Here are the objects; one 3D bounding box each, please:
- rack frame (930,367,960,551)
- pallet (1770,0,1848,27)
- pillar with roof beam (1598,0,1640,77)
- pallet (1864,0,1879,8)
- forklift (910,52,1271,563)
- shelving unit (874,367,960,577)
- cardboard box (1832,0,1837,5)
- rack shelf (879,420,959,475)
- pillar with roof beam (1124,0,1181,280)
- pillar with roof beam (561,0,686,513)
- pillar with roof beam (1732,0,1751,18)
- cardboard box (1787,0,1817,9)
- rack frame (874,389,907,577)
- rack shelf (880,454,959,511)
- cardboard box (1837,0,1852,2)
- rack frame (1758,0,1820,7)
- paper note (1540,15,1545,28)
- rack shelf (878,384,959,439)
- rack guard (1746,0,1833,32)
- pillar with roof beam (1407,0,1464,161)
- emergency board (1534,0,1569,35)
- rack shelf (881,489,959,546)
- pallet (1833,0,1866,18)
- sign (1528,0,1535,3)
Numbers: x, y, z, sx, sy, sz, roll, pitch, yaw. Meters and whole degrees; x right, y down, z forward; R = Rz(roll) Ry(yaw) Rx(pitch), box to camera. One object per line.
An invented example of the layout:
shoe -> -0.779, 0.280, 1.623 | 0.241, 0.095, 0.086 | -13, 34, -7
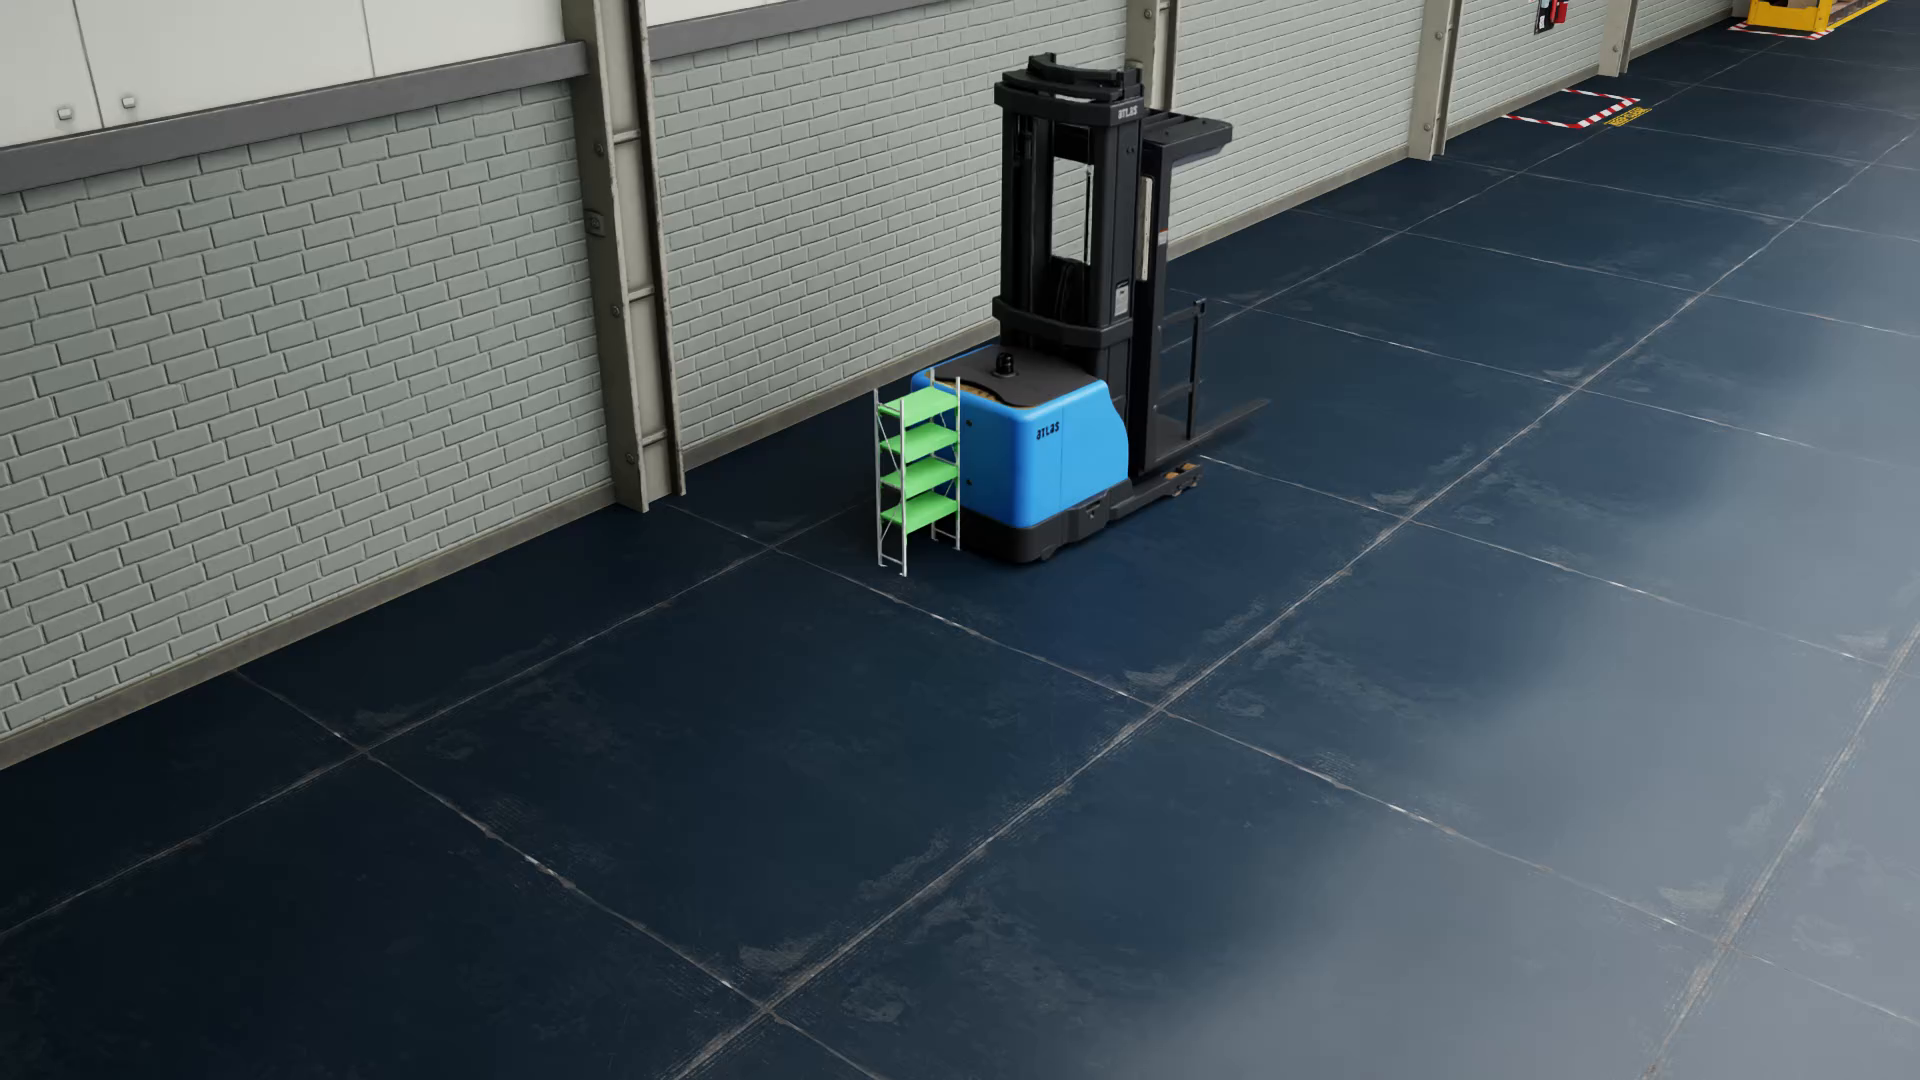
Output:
rack frame -> -0.094, -0.501, 10.544 | 0.240, 1.200, 0.015 | 23, 35, 37
pallet -> 13.946, -8.704, 27.477 | 1.003, 0.211, 1.213 | 21, 34, 34
pillar with roof beam -> 12.637, -9.418, 19.294 | 9.100, 9.000, 0.400 | 21, 34, 34
pallet -> 15.498, -9.569, 29.150 | 1.003, 0.211, 1.213 | 21, 34, 34
forklift -> 1.045, -1.746, 11.068 | 1.130, 2.935, 3.031 | 23, 35, 37
shelving unit -> -0.261, -0.419, 10.386 | 0.258, 1.200, 0.503 | 23, 35, 37
cardboard box -> 14.226, -9.060, 27.579 | 0.500, 0.311, 0.500 | 24, 36, 38
rack shelf -> -0.261, -0.575, 10.305 | 0.258, 0.148, 0.480 | 23, 35, 37
pillar with roof beam -> 5.004, -5.163, 11.069 | 9.100, 9.000, 0.400 | 21, 34, 34
pillar with roof beam -> 1.187, -3.036, 6.957 | 9.100, 9.000, 0.400 | 21, 34, 34
pillar with roof beam -> 16.453, -11.545, 23.406 | 9.100, 9.000, 0.400 | 21, 34, 34
cardboard box -> 13.863, -8.858, 27.188 | 0.500, 0.311, 0.500 | 17, 32, 29
rack frame -> -0.428, -0.337, 10.228 | 0.240, 1.200, 0.015 | 23, 35, 37
rack shelf -> -0.261, -0.362, 10.415 | 0.258, 0.148, 0.480 | 23, 35, 37
cardboard box -> 14.731, -9.390, 28.010 | 0.700, 0.500, 0.500 | 18, 33, 31
rack frame -> 13.353, -9.638, 26.248 | 1.000, 3.000, 0.127 | 21, 34, 34
paper note -> 7.548, -6.713, 21.552 | 0.016, 0.148, 0.142 | 21, 34, 34
rack shelf -> -0.261, -0.789, 10.195 | 0.258, 0.148, 0.480 | 23, 35, 37
rack guard -> 13.402, -8.555, 26.874 | 1.175, 0.500, 0.348 | 21, 34, 34
pillar with roof beam -> 8.820, -7.291, 15.181 | 9.100, 9.000, 0.400 | 21, 34, 34
emergency board -> 7.714, -7.147, 21.432 | 0.194, 1.169, 0.643 | 21, 34, 34
rack shelf -> -0.261, -0.149, 10.526 | 0.258, 0.148, 0.480 | 23, 35, 37
pallet -> 14.722, -9.135, 28.310 | 1.003, 0.211, 1.213 | 21, 34, 34
sign -> 7.282, -6.997, 21.103 | 0.001, 0.329, 0.234 | 21, 34, 34
